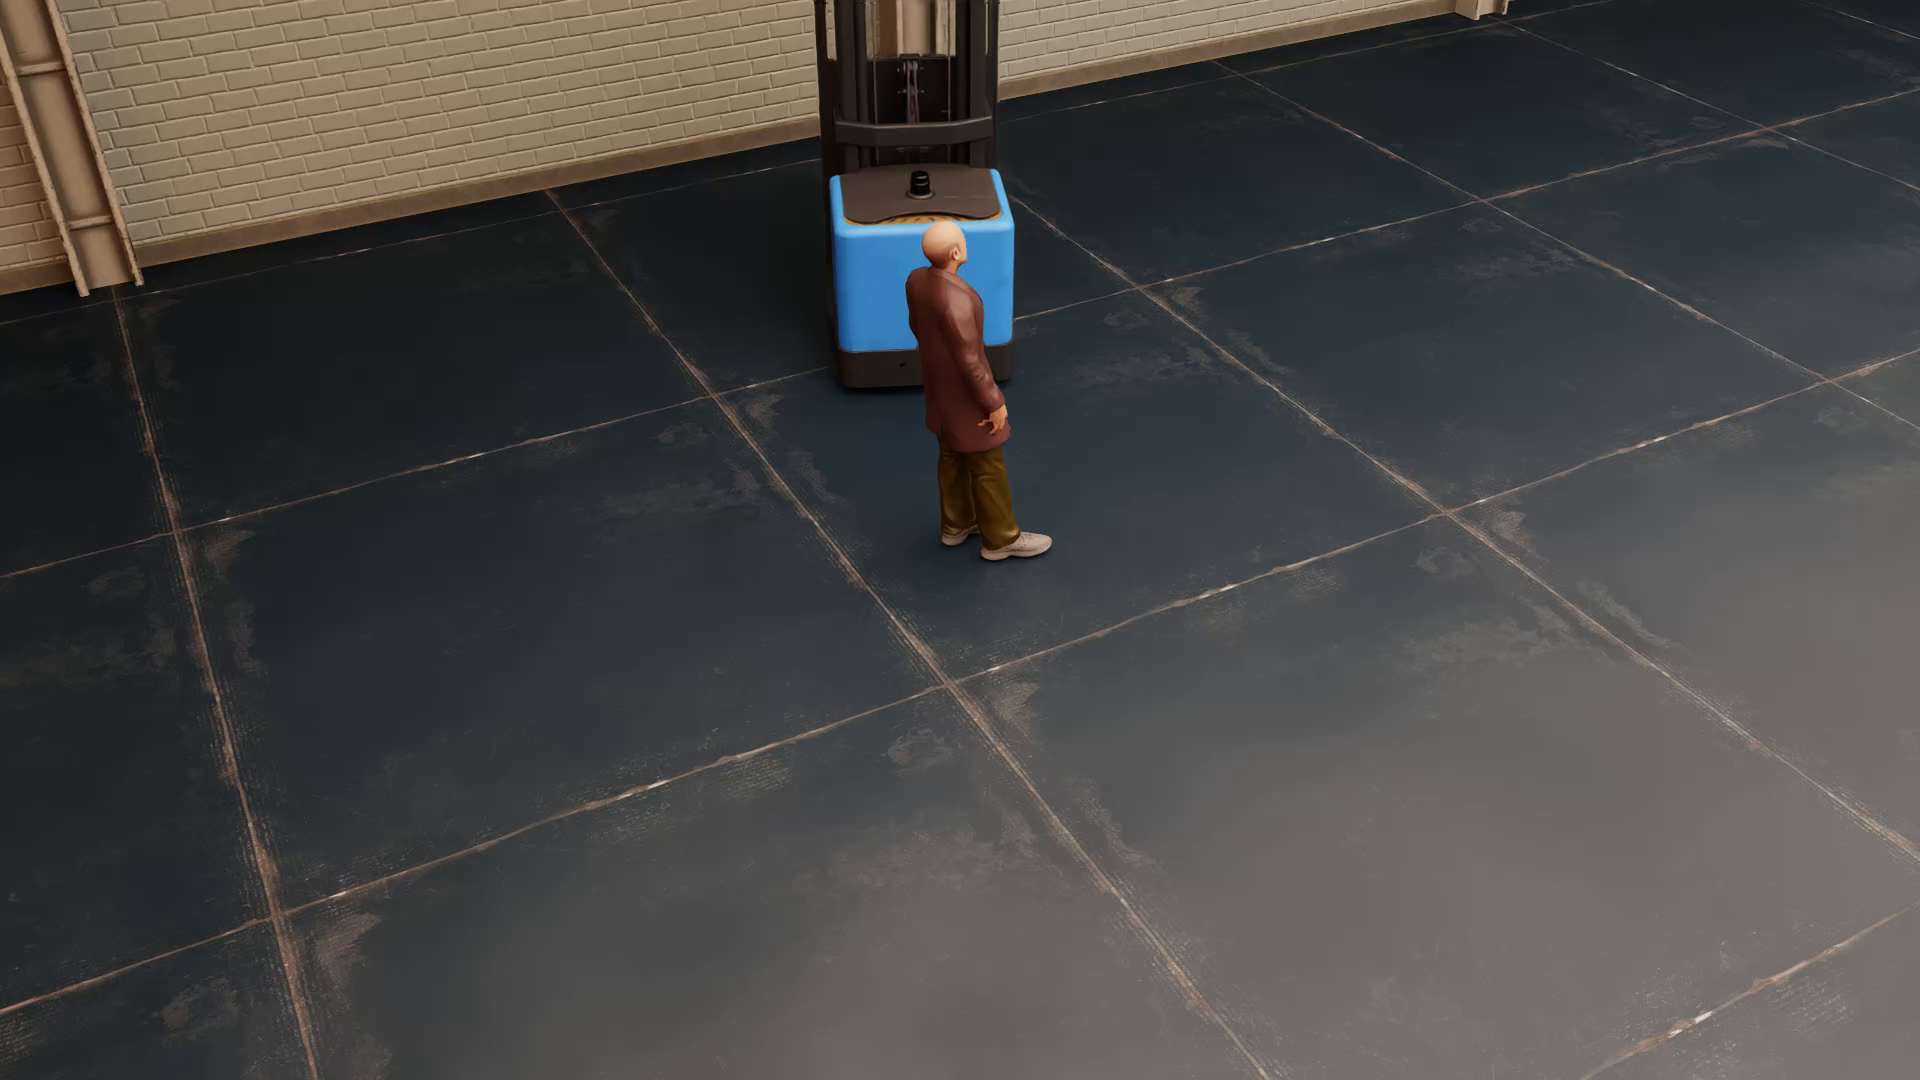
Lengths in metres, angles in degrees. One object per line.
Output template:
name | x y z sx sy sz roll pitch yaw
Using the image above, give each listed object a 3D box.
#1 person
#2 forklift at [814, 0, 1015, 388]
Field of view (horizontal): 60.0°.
person | 0.083 -0.754 8.178 0.579 1.777 0.696 -17 39 -23
forklift | -0.341 -2.926 10.262 1.130 2.935 3.031 -3 35 -5
